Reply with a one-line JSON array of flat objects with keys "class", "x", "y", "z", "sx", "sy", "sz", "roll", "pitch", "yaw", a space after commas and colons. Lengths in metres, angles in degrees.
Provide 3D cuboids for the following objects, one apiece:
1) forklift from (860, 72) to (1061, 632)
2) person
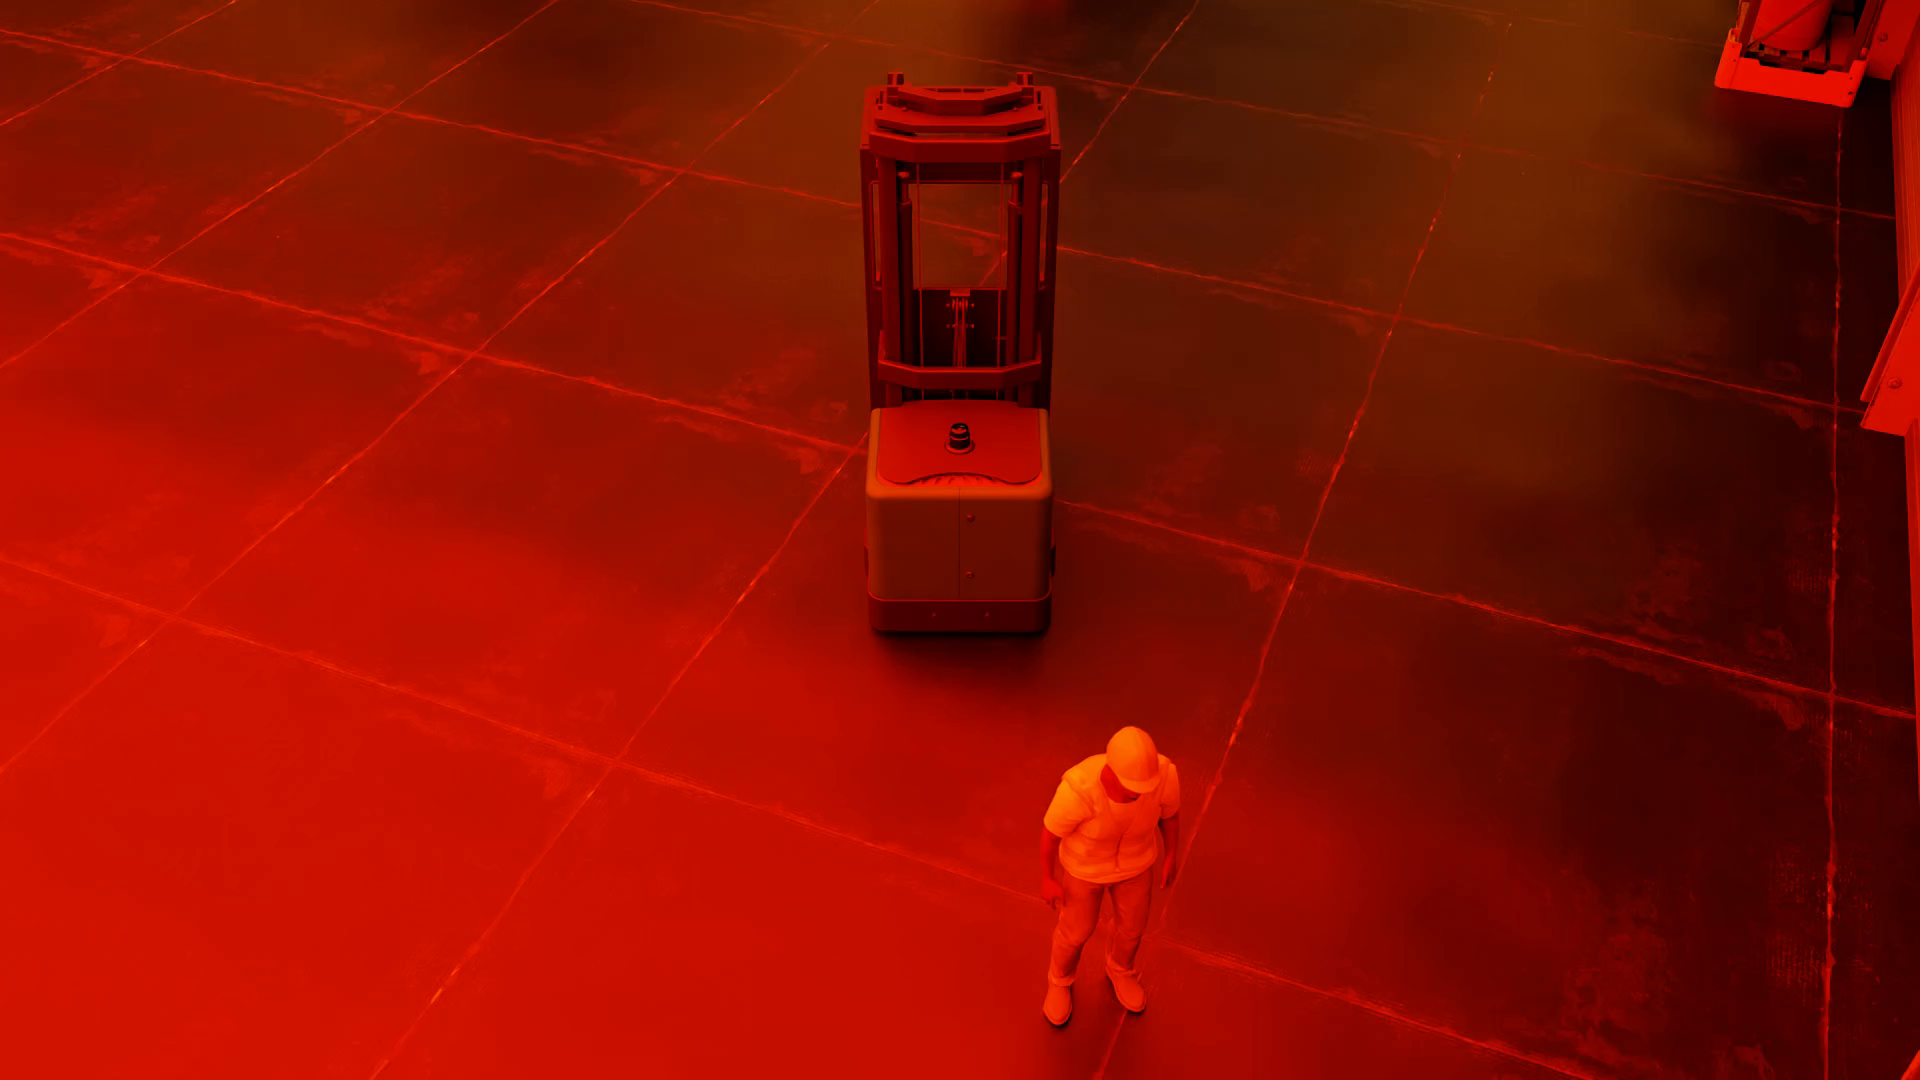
[{"class": "forklift", "x": 0.002, "y": -1.515, "z": 9.816, "sx": 1.130, "sy": 2.935, "sz": 3.031, "roll": 0, "pitch": 40, "yaw": 0}, {"class": "person", "x": 0.654, "y": 1.422, "z": 7.223, "sx": 0.629, "sy": 1.759, "sz": 0.461, "roll": -8, "pitch": 41, "yaw": -10}]
